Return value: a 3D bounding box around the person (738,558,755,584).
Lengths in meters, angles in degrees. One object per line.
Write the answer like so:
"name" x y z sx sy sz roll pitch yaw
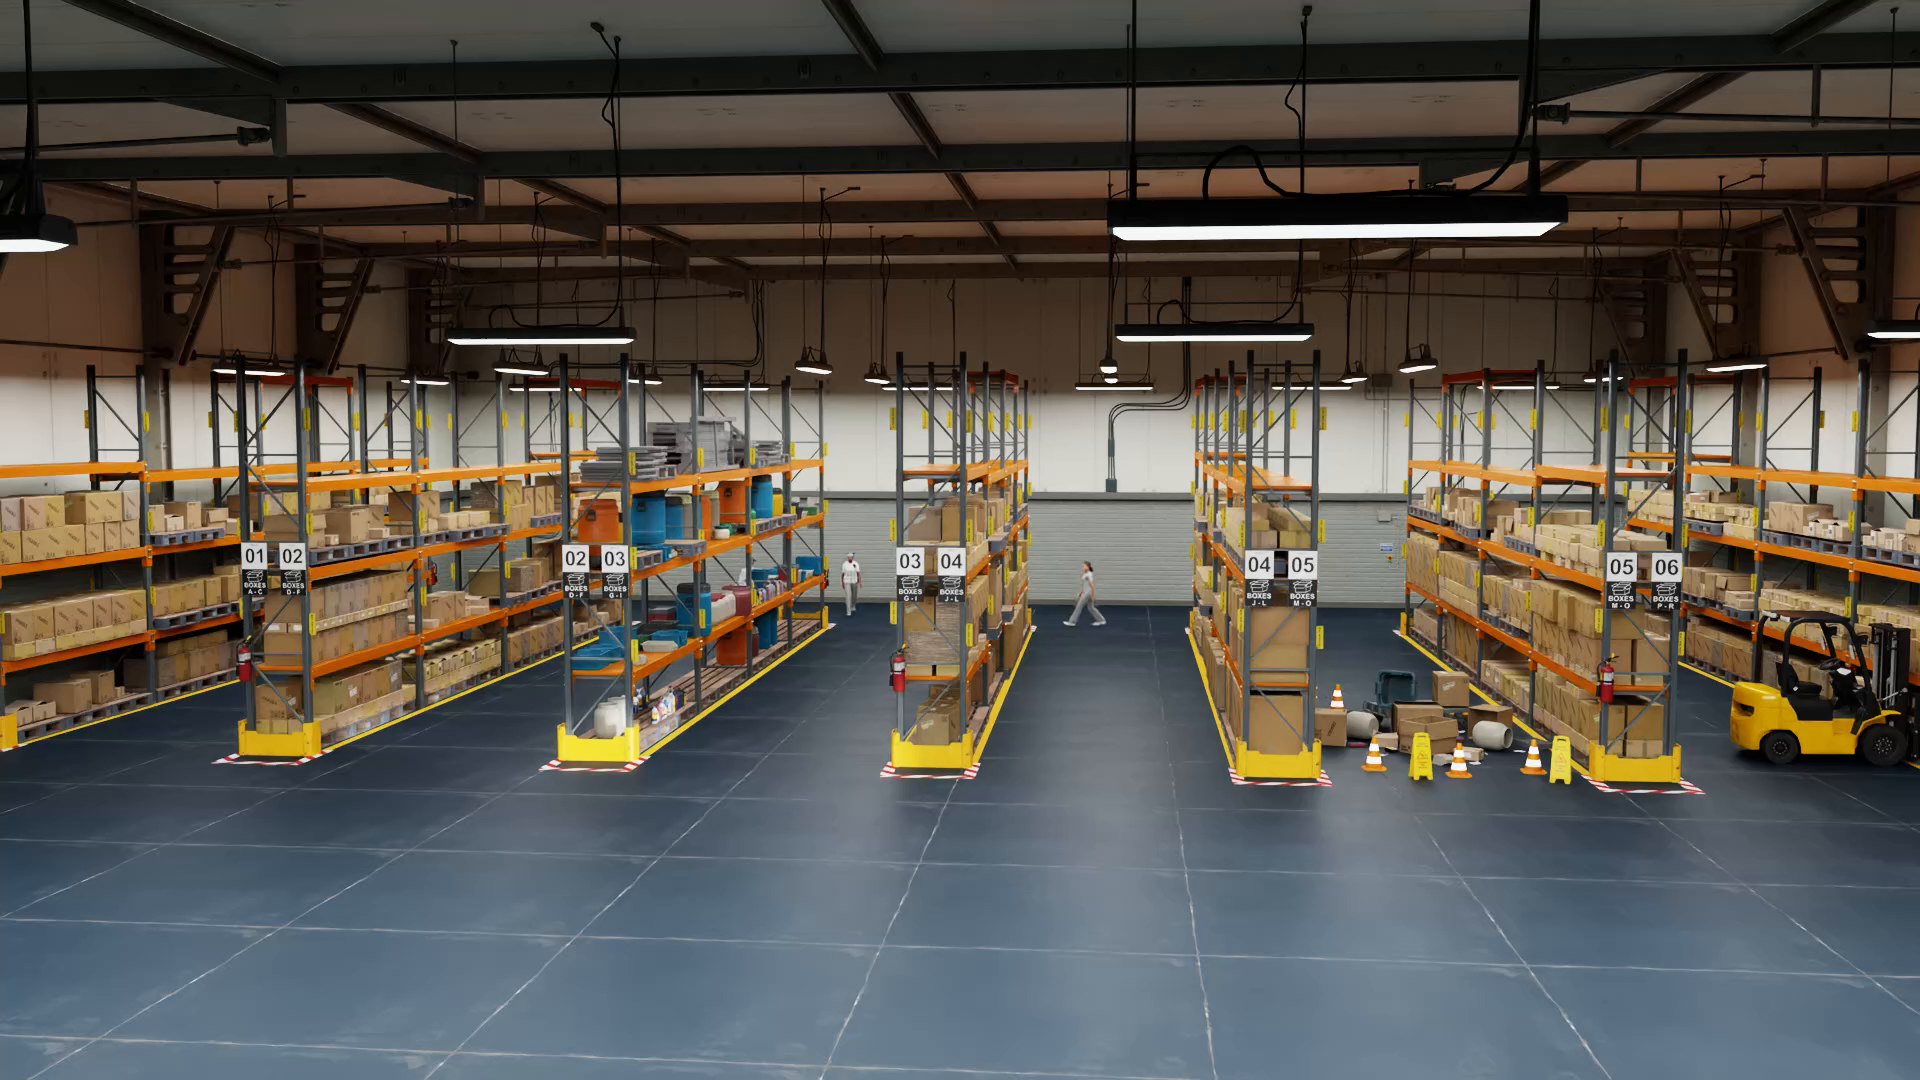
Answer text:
"person" -5.256 1.270 40.939 0.510 1.706 0.750 3 5 38

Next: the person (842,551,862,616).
"person" -2.826 1.101 43.062 0.462 1.636 0.997 -1 4 -10

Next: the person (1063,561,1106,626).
"person" 3.049 1.309 40.632 1.056 1.598 0.425 0 4 2
